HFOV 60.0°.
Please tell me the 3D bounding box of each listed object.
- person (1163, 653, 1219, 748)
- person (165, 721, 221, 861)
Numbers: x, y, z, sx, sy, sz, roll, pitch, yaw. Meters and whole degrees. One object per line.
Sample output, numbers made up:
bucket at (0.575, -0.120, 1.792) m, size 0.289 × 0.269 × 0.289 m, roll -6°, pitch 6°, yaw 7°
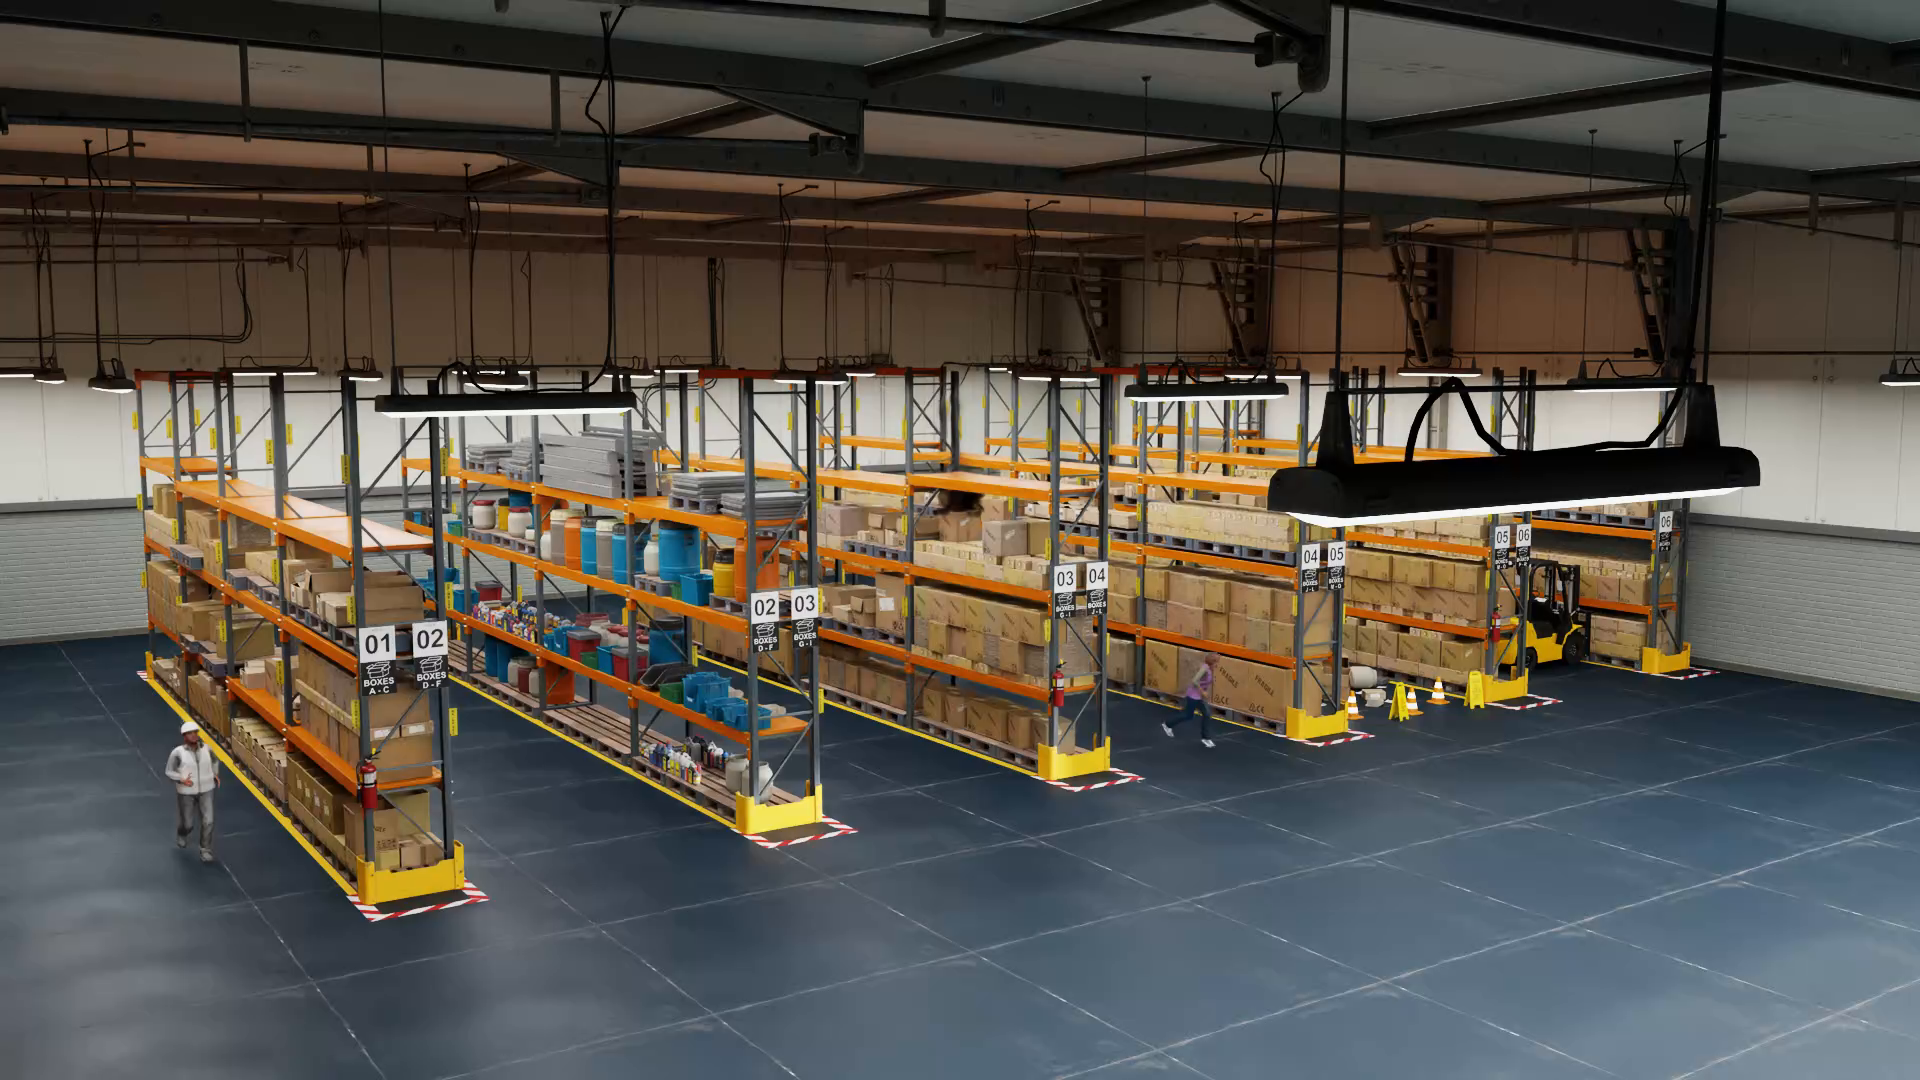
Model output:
person at (3.728, 2.568, 26.851) m, size 0.902 × 1.547 × 0.569 m, roll 2°, pitch 7°, yaw 20°
person at (-9.576, 3.126, 20.824) m, size 0.669 × 1.733 × 0.760 m, roll -6°, pitch 9°, yaw -41°
